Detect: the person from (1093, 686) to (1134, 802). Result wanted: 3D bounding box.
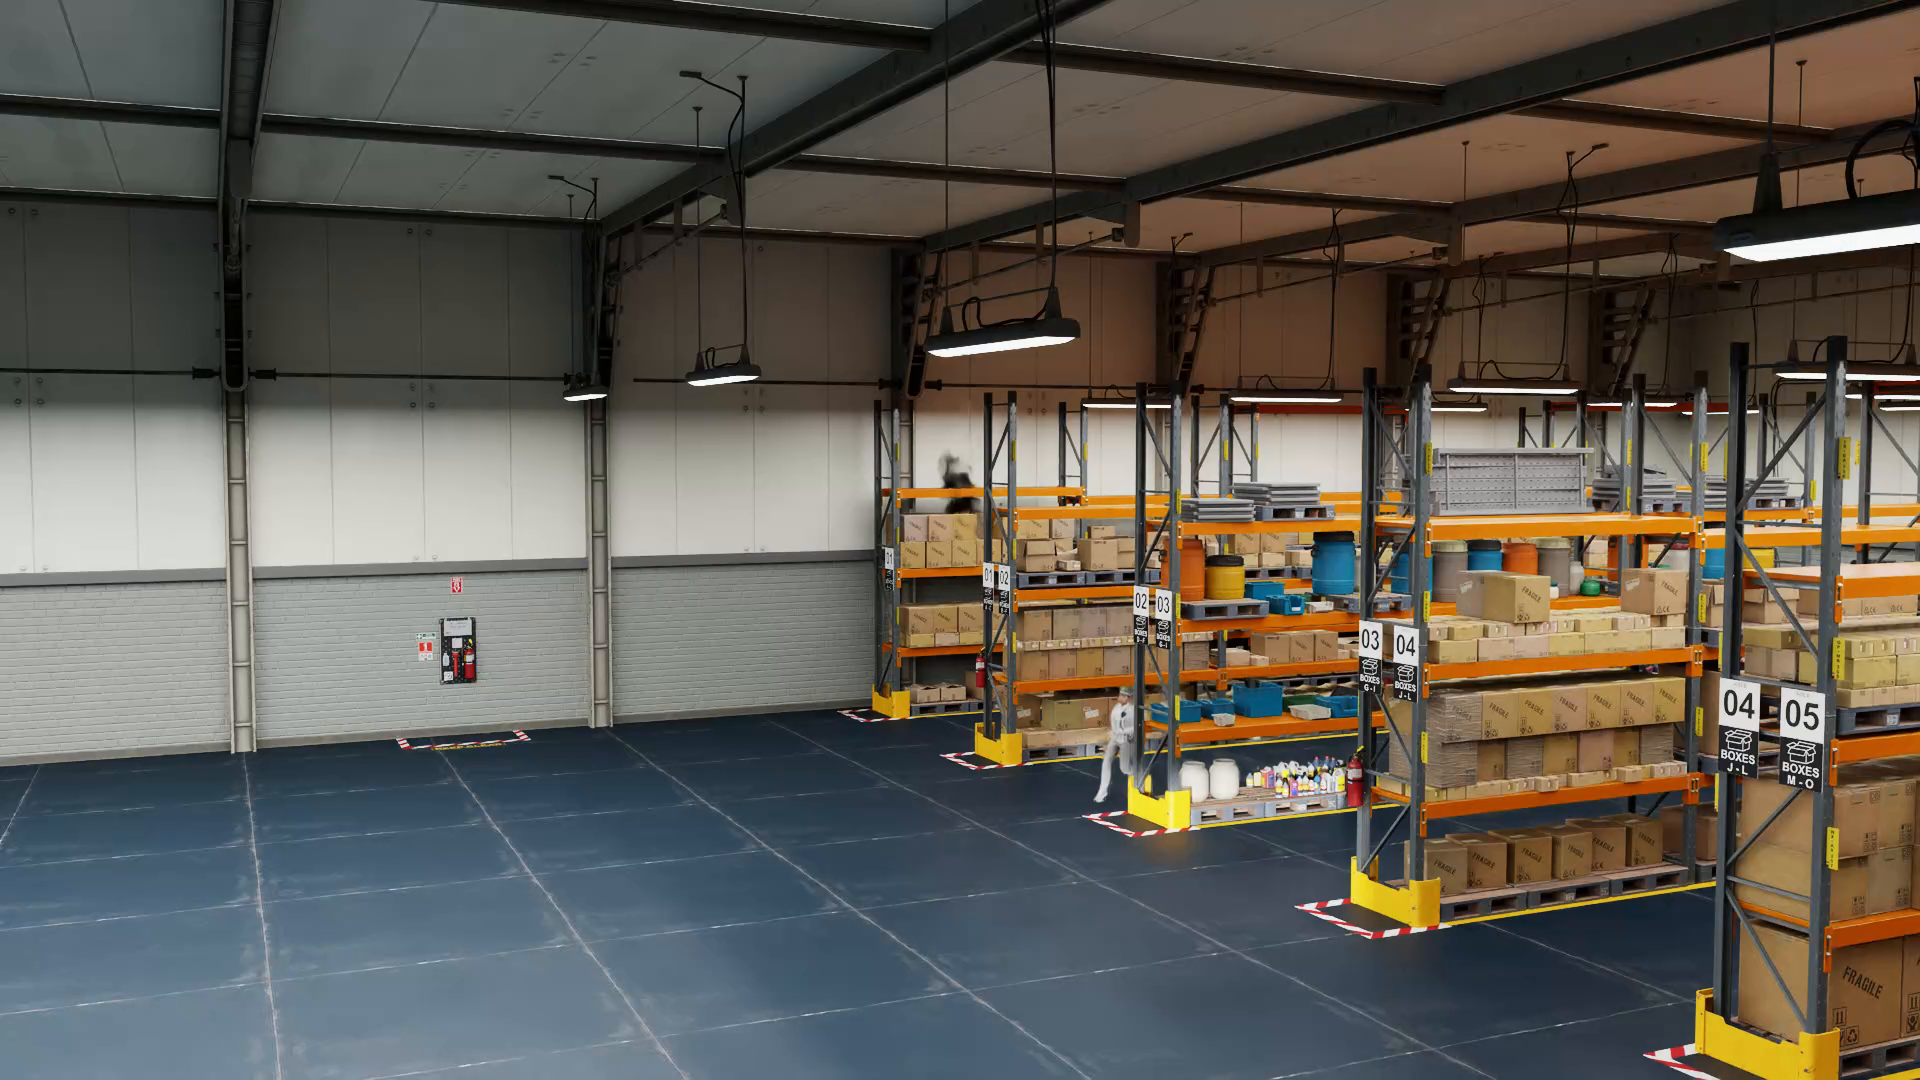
[{"bbox_3d":[2.386,2.943,24.068,0.876,1.699,0.638,-3,4,-39],"label":"person"}]
